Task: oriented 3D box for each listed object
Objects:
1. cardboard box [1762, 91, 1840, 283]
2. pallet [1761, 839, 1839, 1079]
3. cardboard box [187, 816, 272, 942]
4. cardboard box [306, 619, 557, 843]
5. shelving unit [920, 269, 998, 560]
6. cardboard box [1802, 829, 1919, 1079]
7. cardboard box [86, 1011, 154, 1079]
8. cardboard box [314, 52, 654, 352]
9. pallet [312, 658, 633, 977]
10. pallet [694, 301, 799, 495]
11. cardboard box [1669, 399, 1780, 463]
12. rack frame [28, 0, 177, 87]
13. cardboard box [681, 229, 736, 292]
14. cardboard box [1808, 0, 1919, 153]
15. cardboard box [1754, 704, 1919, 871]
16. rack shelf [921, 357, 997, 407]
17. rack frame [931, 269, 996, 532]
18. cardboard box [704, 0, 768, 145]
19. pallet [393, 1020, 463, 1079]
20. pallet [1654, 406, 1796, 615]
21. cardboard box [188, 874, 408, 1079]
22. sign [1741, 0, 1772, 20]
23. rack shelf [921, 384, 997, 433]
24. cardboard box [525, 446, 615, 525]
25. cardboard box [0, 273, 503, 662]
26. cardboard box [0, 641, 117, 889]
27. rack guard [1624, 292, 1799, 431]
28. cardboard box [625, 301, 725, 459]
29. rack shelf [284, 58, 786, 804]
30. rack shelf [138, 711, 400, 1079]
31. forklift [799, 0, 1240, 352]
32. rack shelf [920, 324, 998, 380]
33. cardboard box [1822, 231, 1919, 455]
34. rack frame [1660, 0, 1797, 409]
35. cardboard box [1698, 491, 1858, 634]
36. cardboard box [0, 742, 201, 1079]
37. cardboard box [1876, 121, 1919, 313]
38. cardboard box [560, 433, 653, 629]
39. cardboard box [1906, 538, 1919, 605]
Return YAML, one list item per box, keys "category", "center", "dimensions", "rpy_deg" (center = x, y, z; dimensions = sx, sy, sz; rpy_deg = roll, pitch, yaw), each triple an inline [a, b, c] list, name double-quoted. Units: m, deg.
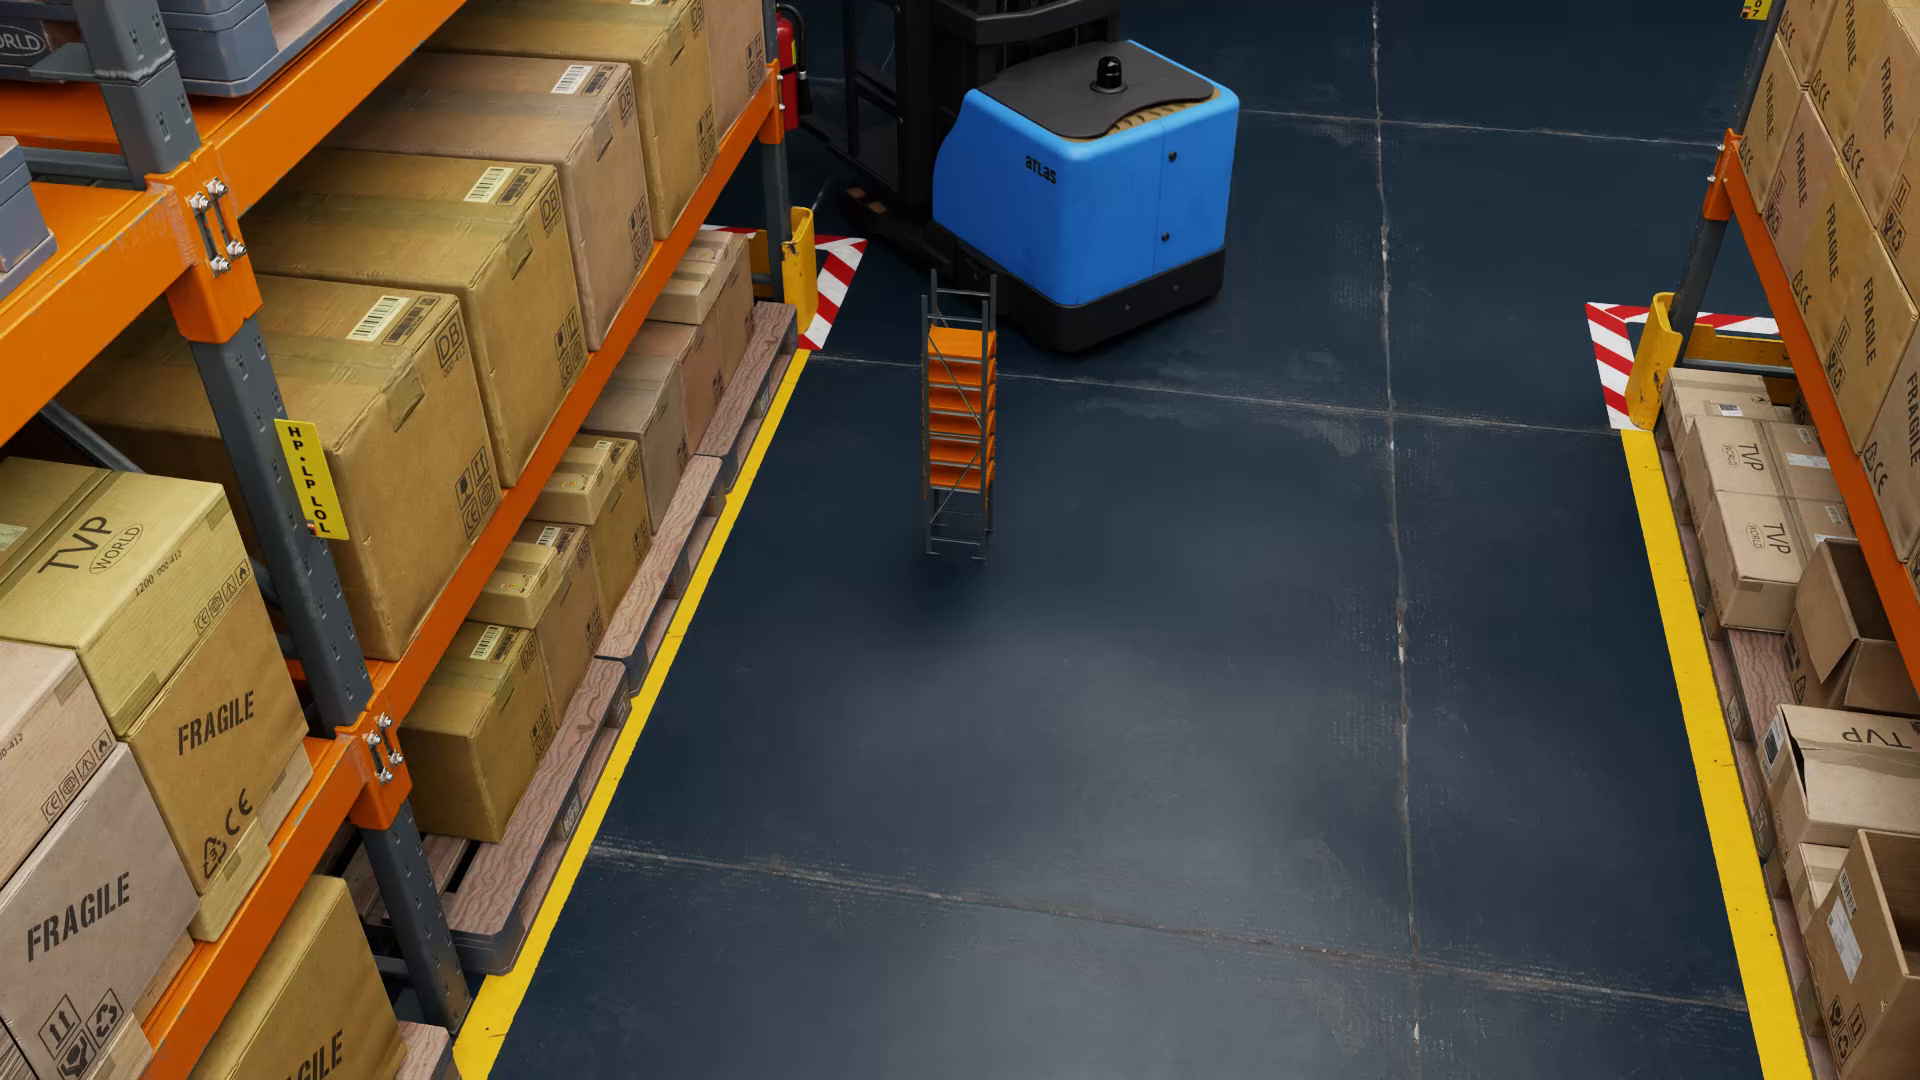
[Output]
- category: "cardboard box"
  center: [3.168, -1.201, 5.770]
  dimensions: [0.500, 0.500, 0.500]
  rpy_deg: [6, 40, 7]
- category: "pallet"
  center: [3.016, 1.418, 4.869]
  dimensions: [1.003, 0.211, 1.213]
  rpy_deg: [6, 40, 8]
- category: "cardboard box"
  center: [-1.783, 0.724, 3.702]
  dimensions: [0.380, 0.149, 0.250]
  rpy_deg: [7, 40, 8]
- category: "cardboard box"
  center: [-1.753, 0.574, 5.334]
  dimensions: [0.700, 0.500, 0.500]
  rpy_deg: [7, 40, 8]
- category: "shelving unit"
  center: [-0.002, -0.453, 6.357]
  dimensions: [0.258, 1.200, 0.189]
  rpy_deg: [6, 40, 8]
- category: "cardboard box"
  center: [2.716, 1.179, 4.586]
  dimensions: [0.500, 0.500, 0.500]
  rpy_deg: [6, 40, 8]
- category: "cardboard box"
  center: [-1.860, 1.054, 3.303]
  dimensions: [0.380, 0.149, 0.250]
  rpy_deg: [6, 40, 8]
- category: "cardboard box"
  center: [-1.625, -1.139, 5.538]
  dimensions: [0.980, 0.700, 0.700]
  rpy_deg: [5, 40, 6]
- category: "pallet"
  center: [-1.775, 0.836, 5.573]
  dimensions: [1.003, 0.211, 1.213]
  rpy_deg: [6, 40, 8]
- category: "pallet"
  center: [-1.352, -0.695, 7.425]
  dimensions: [1.003, 0.211, 1.213]
  rpy_deg: [6, 40, 8]
- category: "cardboard box"
  center: [3.134, -0.432, 6.797]
  dimensions: [0.380, 0.166, 0.250]
  rpy_deg: [6, 40, 8]
- category: "rack frame"
  center: [-1.983, -2.082, 2.206]
  dimensions: [1.000, 3.000, 0.127]
  rpy_deg: [6, 40, 8]
- category: "cardboard box"
  center: [-1.156, -1.177, 6.943]
  dimensions: [0.380, 0.149, 0.250]
  rpy_deg: [6, 40, 7]
- category: "cardboard box"
  center: [3.169, -1.582, 5.446]
  dimensions: [0.500, 0.500, 0.500]
  rpy_deg: [7, 40, 8]
- category: "cardboard box"
  center: [2.845, 0.781, 5.216]
  dimensions: [0.500, 0.311, 0.500]
  rpy_deg: [6, 40, 8]
- category: "rack shelf"
  center: [-0.002, -0.604, 6.232]
  dimensions: [0.258, 0.103, 0.180]
  rpy_deg: [6, 40, 8]
- category: "rack frame"
  center: [0.013, -0.511, 6.426]
  dimensions: [0.240, 1.200, 0.006]
  rpy_deg: [6, 40, 8]
- category: "cardboard box"
  center: [-1.369, -2.074, 6.670]
  dimensions: [0.980, 0.700, 0.700]
  rpy_deg: [8, 40, 10]
- category: "pallet"
  center: [-2.043, 1.798, 4.410]
  dimensions: [1.003, 0.211, 1.213]
  rpy_deg: [6, 40, 8]
- category: "pallet"
  center: [3.438, -0.113, 6.721]
  dimensions: [1.003, 0.211, 1.213]
  rpy_deg: [6, 40, 8]
- category: "cardboard box"
  center: [-1.968, 1.319, 4.158]
  dimensions: [0.750, 0.750, 0.750]
  rpy_deg: [7, 40, 8]
- category: "sign"
  center: [3.054, -2.130, 6.292]
  dimensions: [0.100, 0.325, 0.005]
  rpy_deg: [6, 40, 8]
- category: "rack shelf"
  center: [-0.002, -0.512, 6.309]
  dimensions: [0.258, 0.103, 0.180]
  rpy_deg: [6, 40, 8]
- category: "cardboard box"
  center: [-1.424, -0.199, 5.759]
  dimensions: [0.380, 0.149, 0.250]
  rpy_deg: [5, 40, 6]
- category: "cardboard box"
  center: [-1.873, -0.224, 4.431]
  dimensions: [0.980, 0.700, 0.700]
  rpy_deg: [7, 40, 8]
- category: "cardboard box"
  center: [-1.910, 0.422, 2.970]
  dimensions: [0.500, 0.250, 0.500]
  rpy_deg: [7, 40, 9]
- category: "rack guard"
  center: [3.575, -0.725, 7.235]
  dimensions: [1.175, 0.500, 0.348]
  rpy_deg: [6, 40, 8]
- category: "cardboard box"
  center: [-1.400, -0.714, 6.892]
  dimensions: [0.700, 0.500, 0.500]
  rpy_deg: [6, 40, 8]
- category: "rack shelf"
  center: [-1.637, -0.748, 5.865]
  dimensions: [1.077, 0.370, 4.000]
  rpy_deg: [6, 40, 8]
- category: "rack shelf"
  center: [-2.329, 1.763, 2.828]
  dimensions: [1.077, 0.370, 4.000]
  rpy_deg: [6, 40, 8]
- category: "forklift"
  center: [0.011, -2.892, 7.948]
  dimensions: [1.130, 2.935, 3.031]
  rpy_deg: [-25, 46, -27]
- category: "rack shelf"
  center: [-0.002, -0.697, 6.156]
  dimensions: [0.258, 0.103, 0.180]
  rpy_deg: [6, 40, 8]
- category: "cardboard box"
  center: [2.990, -0.573, 5.010]
  dimensions: [0.500, 0.500, 0.500]
  rpy_deg: [7, 40, 8]
- category: "rack frame"
  center: [3.589, -1.736, 6.496]
  dimensions: [1.000, 3.000, 0.127]
  rpy_deg: [6, 40, 8]
- category: "cardboard box"
  center: [3.042, 0.092, 6.098]
  dimensions: [0.500, 0.250, 0.500]
  rpy_deg: [6, 40, 8]
- category: "cardboard box"
  center: [-1.893, 0.708, 3.212]
  dimensions: [0.500, 0.500, 0.500]
  rpy_deg: [7, 40, 8]
- category: "cardboard box"
  center: [2.991, -0.949, 4.681]
  dimensions: [0.500, 0.500, 0.500]
  rpy_deg: [6, 40, 7]
- category: "cardboard box"
  center: [-1.572, -0.063, 6.104]
  dimensions: [0.700, 0.500, 0.500]
  rpy_deg: [7, 40, 9]
- category: "cardboard box"
  center: [2.818, 0.070, 4.233]
  dimensions: [0.500, 0.500, 0.500]
  rpy_deg: [7, 40, 9]
